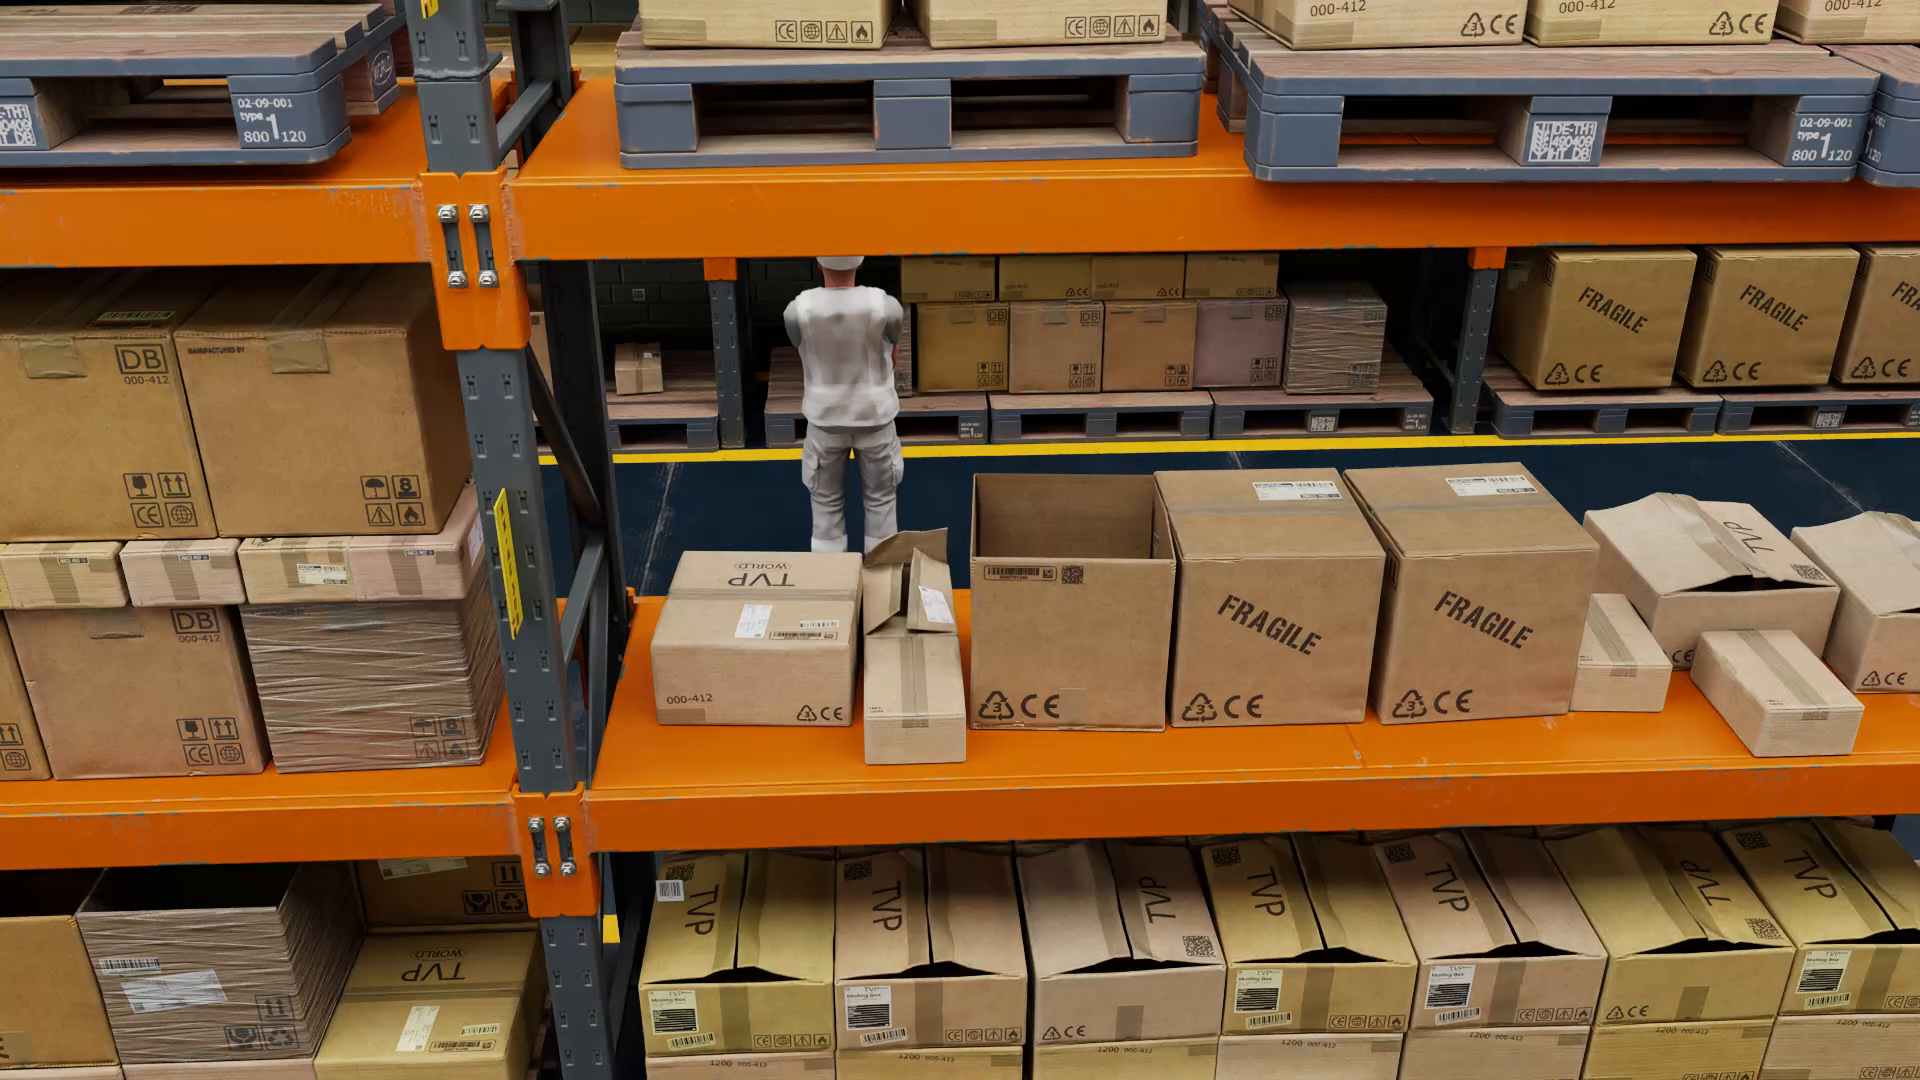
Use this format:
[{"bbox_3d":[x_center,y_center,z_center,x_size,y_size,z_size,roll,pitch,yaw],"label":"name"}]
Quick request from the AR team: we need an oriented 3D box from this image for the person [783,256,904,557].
[{"bbox_3d":[-0.481,-0.555,7.173,0.494,1.782,0.560,-1,27,-2],"label":"person"}]
